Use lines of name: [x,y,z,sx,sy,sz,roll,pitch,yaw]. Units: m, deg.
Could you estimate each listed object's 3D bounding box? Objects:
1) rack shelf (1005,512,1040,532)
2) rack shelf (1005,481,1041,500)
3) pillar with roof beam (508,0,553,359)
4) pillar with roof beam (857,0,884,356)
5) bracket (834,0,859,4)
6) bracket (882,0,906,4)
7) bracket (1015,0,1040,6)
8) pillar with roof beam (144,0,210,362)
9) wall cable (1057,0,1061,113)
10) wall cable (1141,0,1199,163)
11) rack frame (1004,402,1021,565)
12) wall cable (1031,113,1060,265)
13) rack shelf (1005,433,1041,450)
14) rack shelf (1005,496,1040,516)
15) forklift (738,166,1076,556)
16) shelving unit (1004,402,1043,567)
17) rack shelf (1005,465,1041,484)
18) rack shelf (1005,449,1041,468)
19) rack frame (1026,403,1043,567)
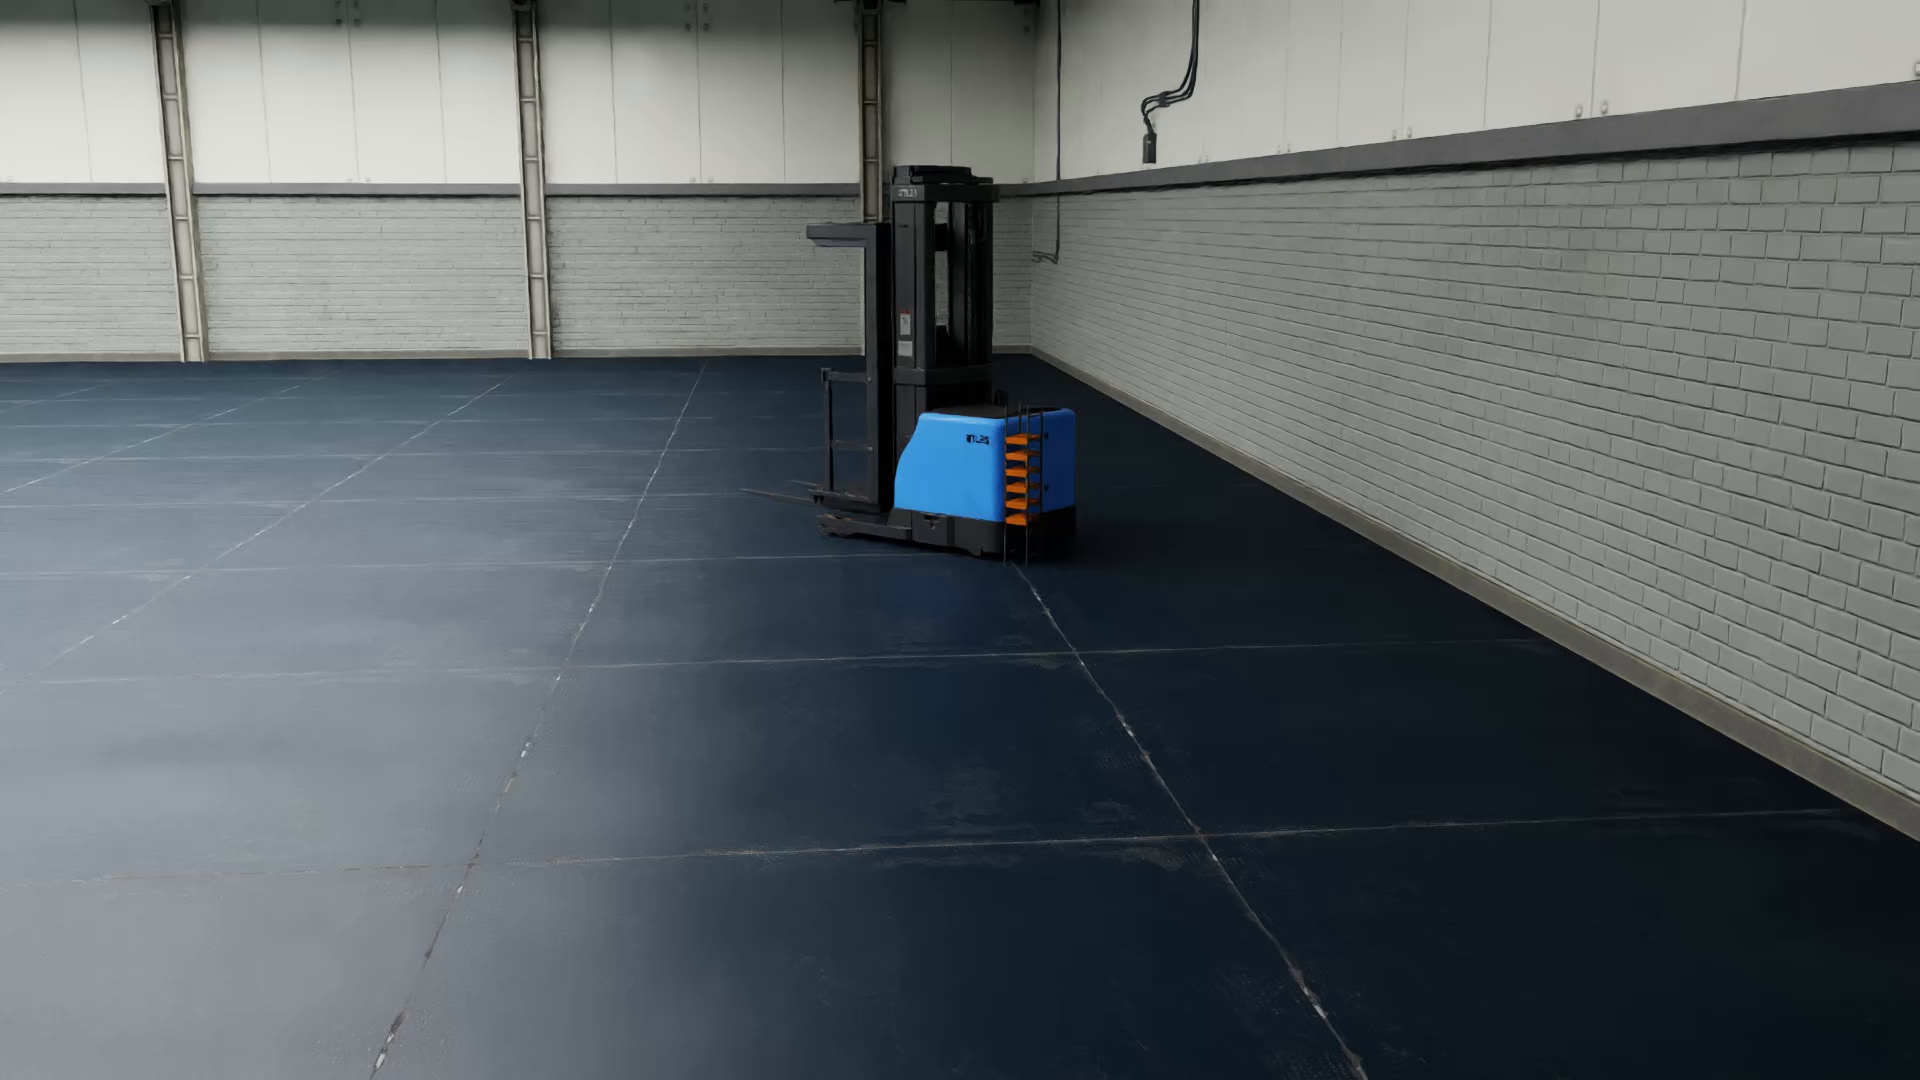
rack shelf: [0.474,-0.135,12.421,0.180,0.103,0.258,6,13,30]
rack shelf: [0.474,-0.371,12.375,0.180,0.103,0.258,6,13,30]
pillar with roof beam: [-7.116,-6.881,25.041,0.548,9.000,9.100,-1,11,-6]
pillar with roof beam: [-1.151,-7.006,25.677,0.548,9.000,9.100,-1,11,-6]
bracket: [-1.990,-9.521,29.139,0.430,0.232,0.235,-1,11,-6]
bracket: [-1.165,-9.538,29.227,0.430,0.232,0.235,-1,11,-6]
bracket: [1.191,-9.588,29.478,0.430,0.232,0.235,-1,11,-6]
pillar with roof beam: [-13.081,-6.756,24.406,0.548,9.000,9.100,-1,11,-6]
wall cable: [1.748,-8.075,26.072,0.112,2.526,3.097,-1,11,-6]
wall cable: [2.465,-7.487,19.308,0.169,6.003,2.305,-1,11,-6]
rack frame: [0.395,-0.423,12.411,0.006,1.200,0.240,6,13,30]
wall cable: [1.456,-6.116,29.198,0.112,2.526,3.097,-1,11,-6]
rack shelf: [0.474,-0.724,12.305,0.180,0.103,0.258,6,13,30]
rack shelf: [0.474,-0.253,12.398,0.180,0.103,0.258,6,13,30]
forklift: [-0.545,-1.522,13.513,3.031,2.935,1.130,9,14,38]
shelving unit: [0.474,-0.414,12.366,0.189,1.200,0.258,6,13,30]
rack shelf: [0.474,-0.489,12.351,0.180,0.103,0.258,6,13,30]
rack shelf: [0.474,-0.606,12.328,0.180,0.103,0.258,6,13,30]
rack frame: [0.553,-0.406,12.321,0.006,1.200,0.240,6,13,30]
